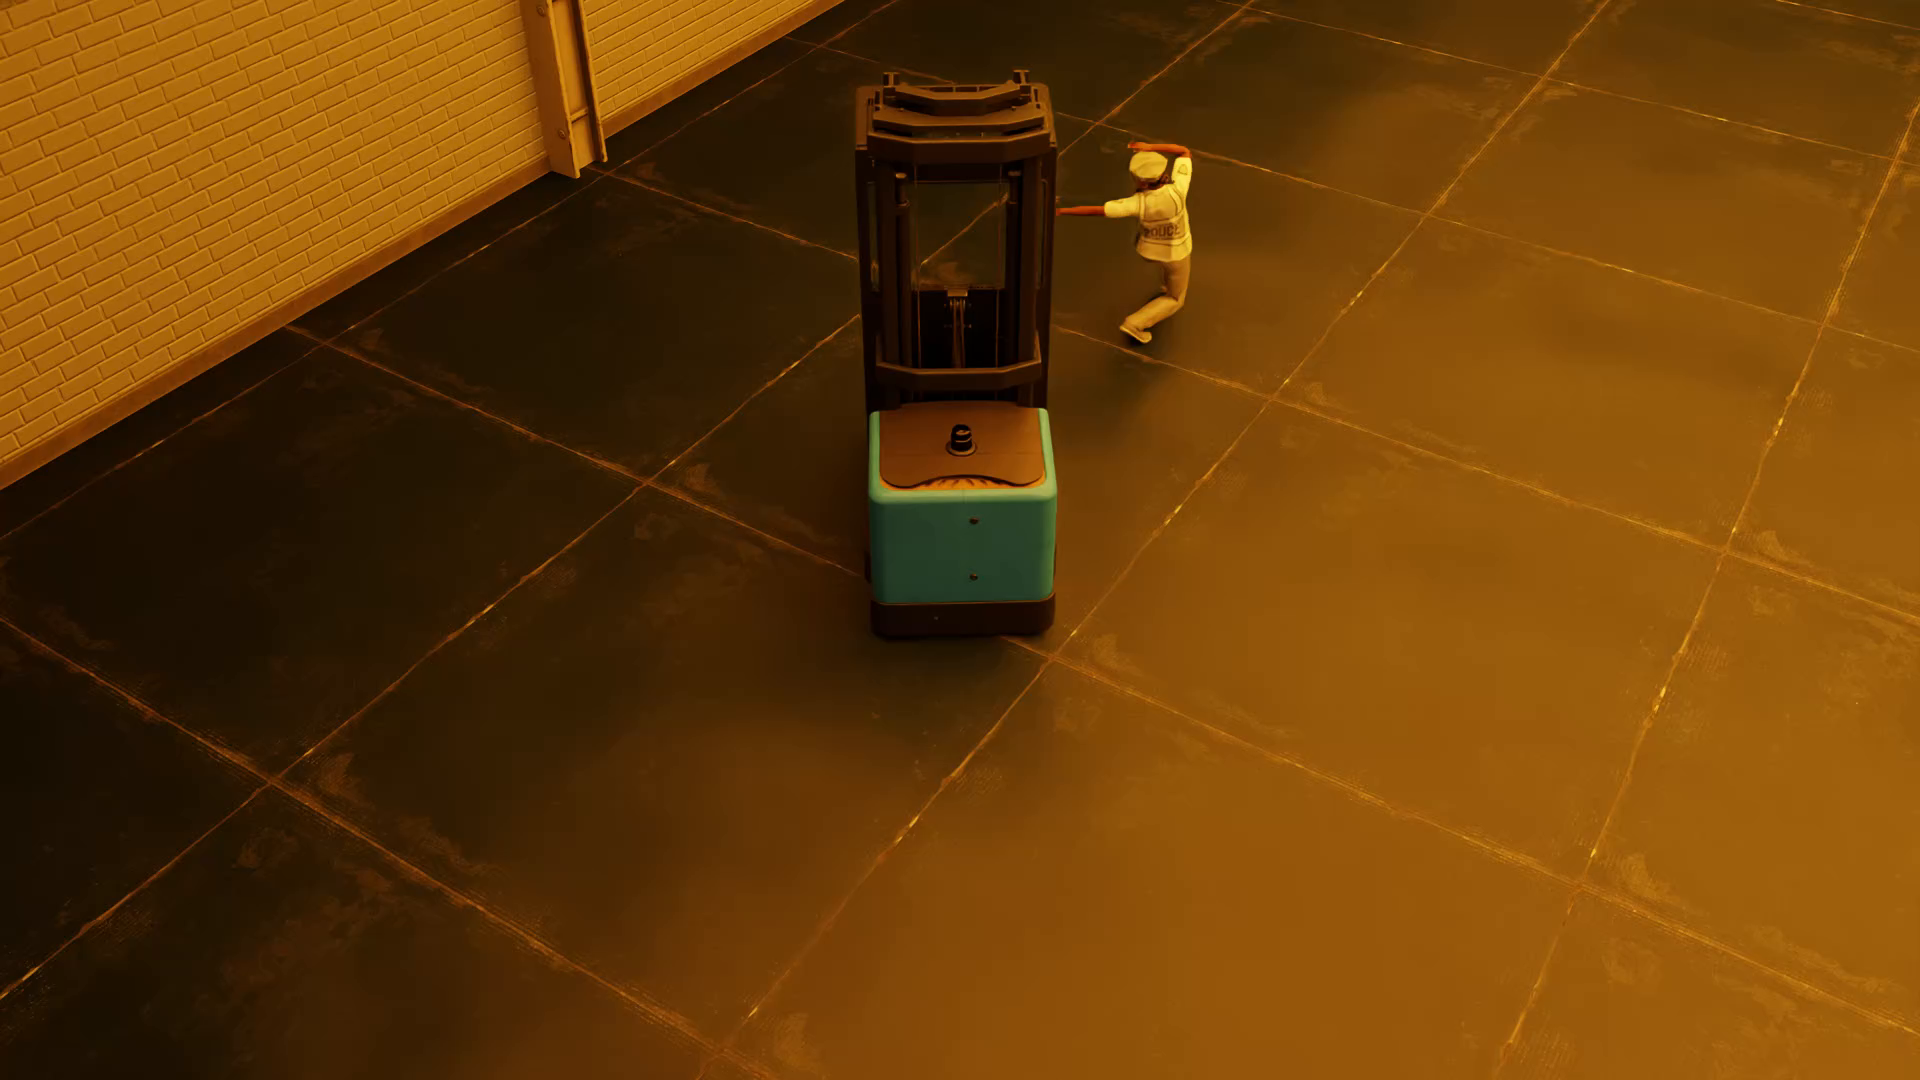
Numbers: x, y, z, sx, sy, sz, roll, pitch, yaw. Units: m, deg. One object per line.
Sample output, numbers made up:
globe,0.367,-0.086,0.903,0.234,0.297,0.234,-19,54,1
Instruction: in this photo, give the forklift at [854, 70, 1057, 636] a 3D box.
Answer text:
forklift,-0.031,-1.504,9.742,1.130,2.935,3.031,-1,40,-1

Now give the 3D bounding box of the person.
person,1.187,-2.190,11.759,0.964,1.389,0.885,17,43,19
